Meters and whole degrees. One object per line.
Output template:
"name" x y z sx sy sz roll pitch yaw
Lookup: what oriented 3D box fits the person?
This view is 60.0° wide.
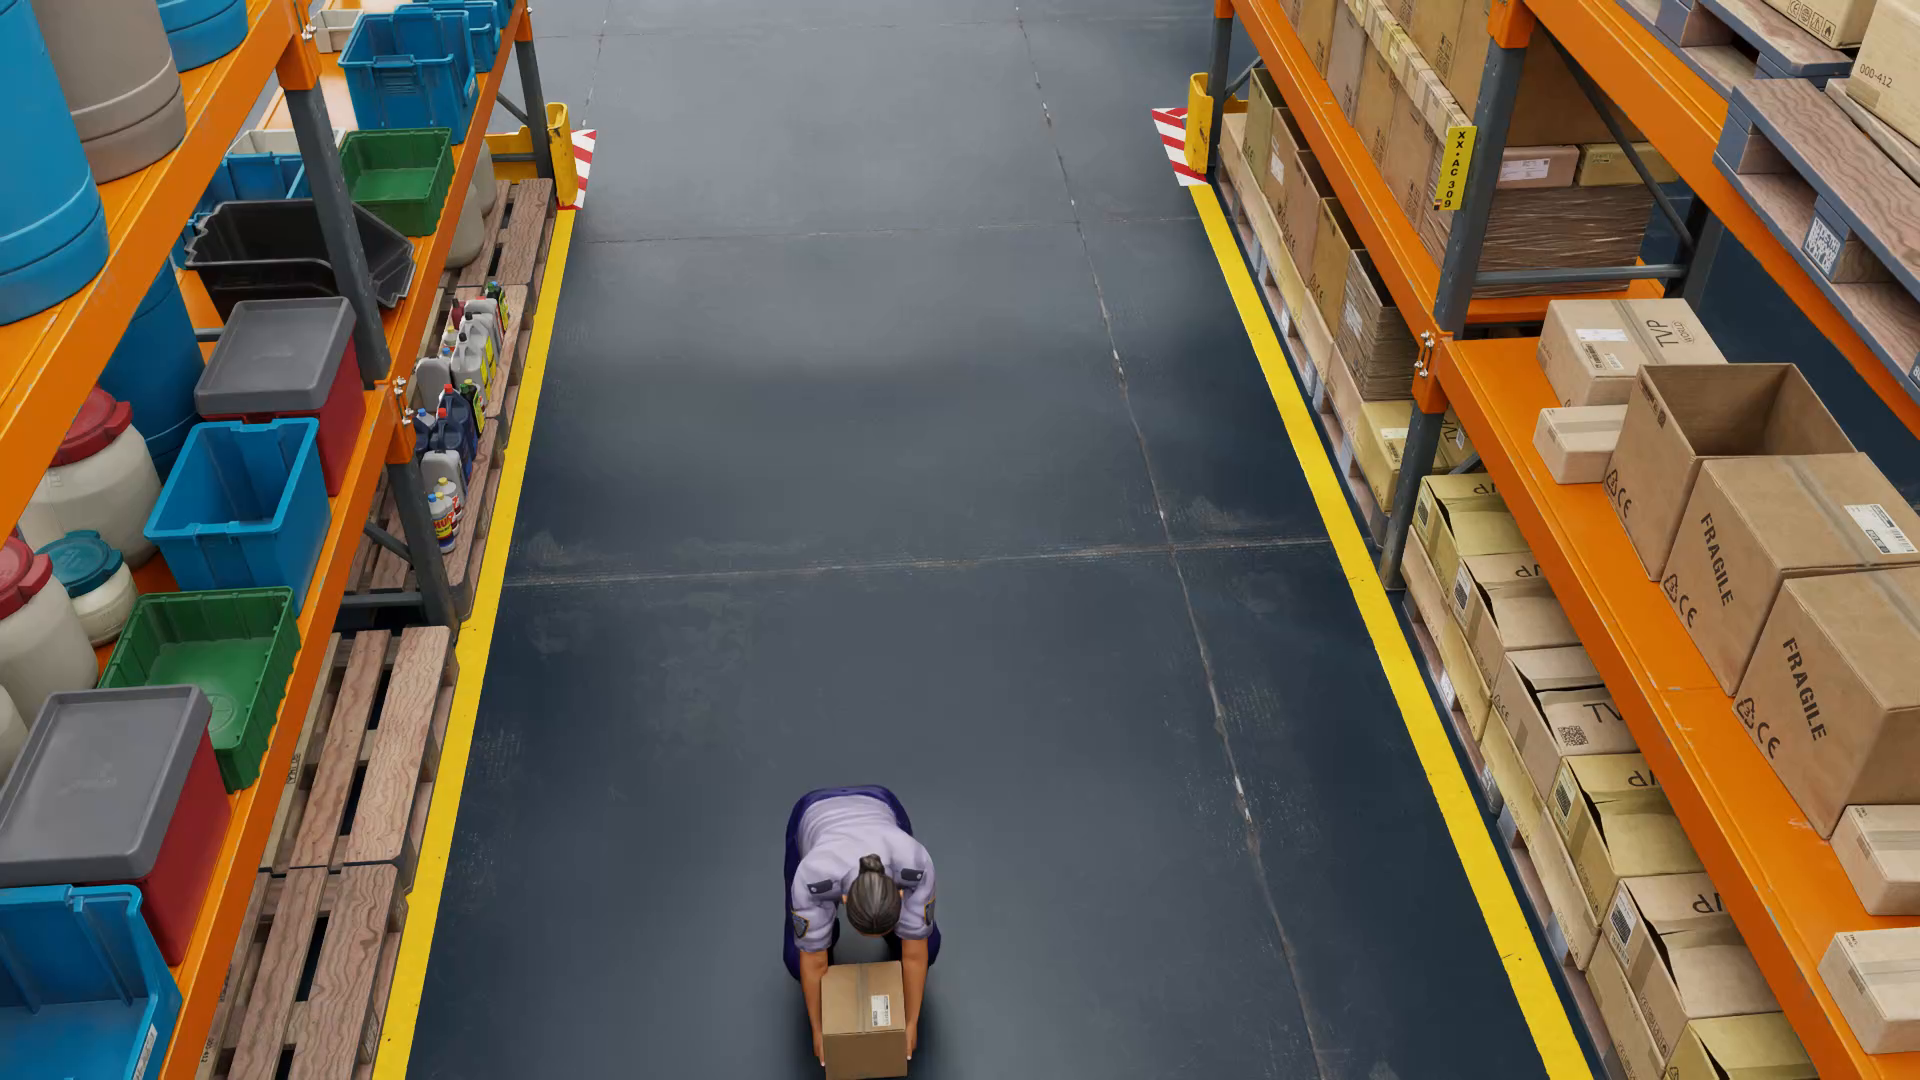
"person" -0.321 1.167 5.314 0.509 0.938 0.861 -4 40 -5
